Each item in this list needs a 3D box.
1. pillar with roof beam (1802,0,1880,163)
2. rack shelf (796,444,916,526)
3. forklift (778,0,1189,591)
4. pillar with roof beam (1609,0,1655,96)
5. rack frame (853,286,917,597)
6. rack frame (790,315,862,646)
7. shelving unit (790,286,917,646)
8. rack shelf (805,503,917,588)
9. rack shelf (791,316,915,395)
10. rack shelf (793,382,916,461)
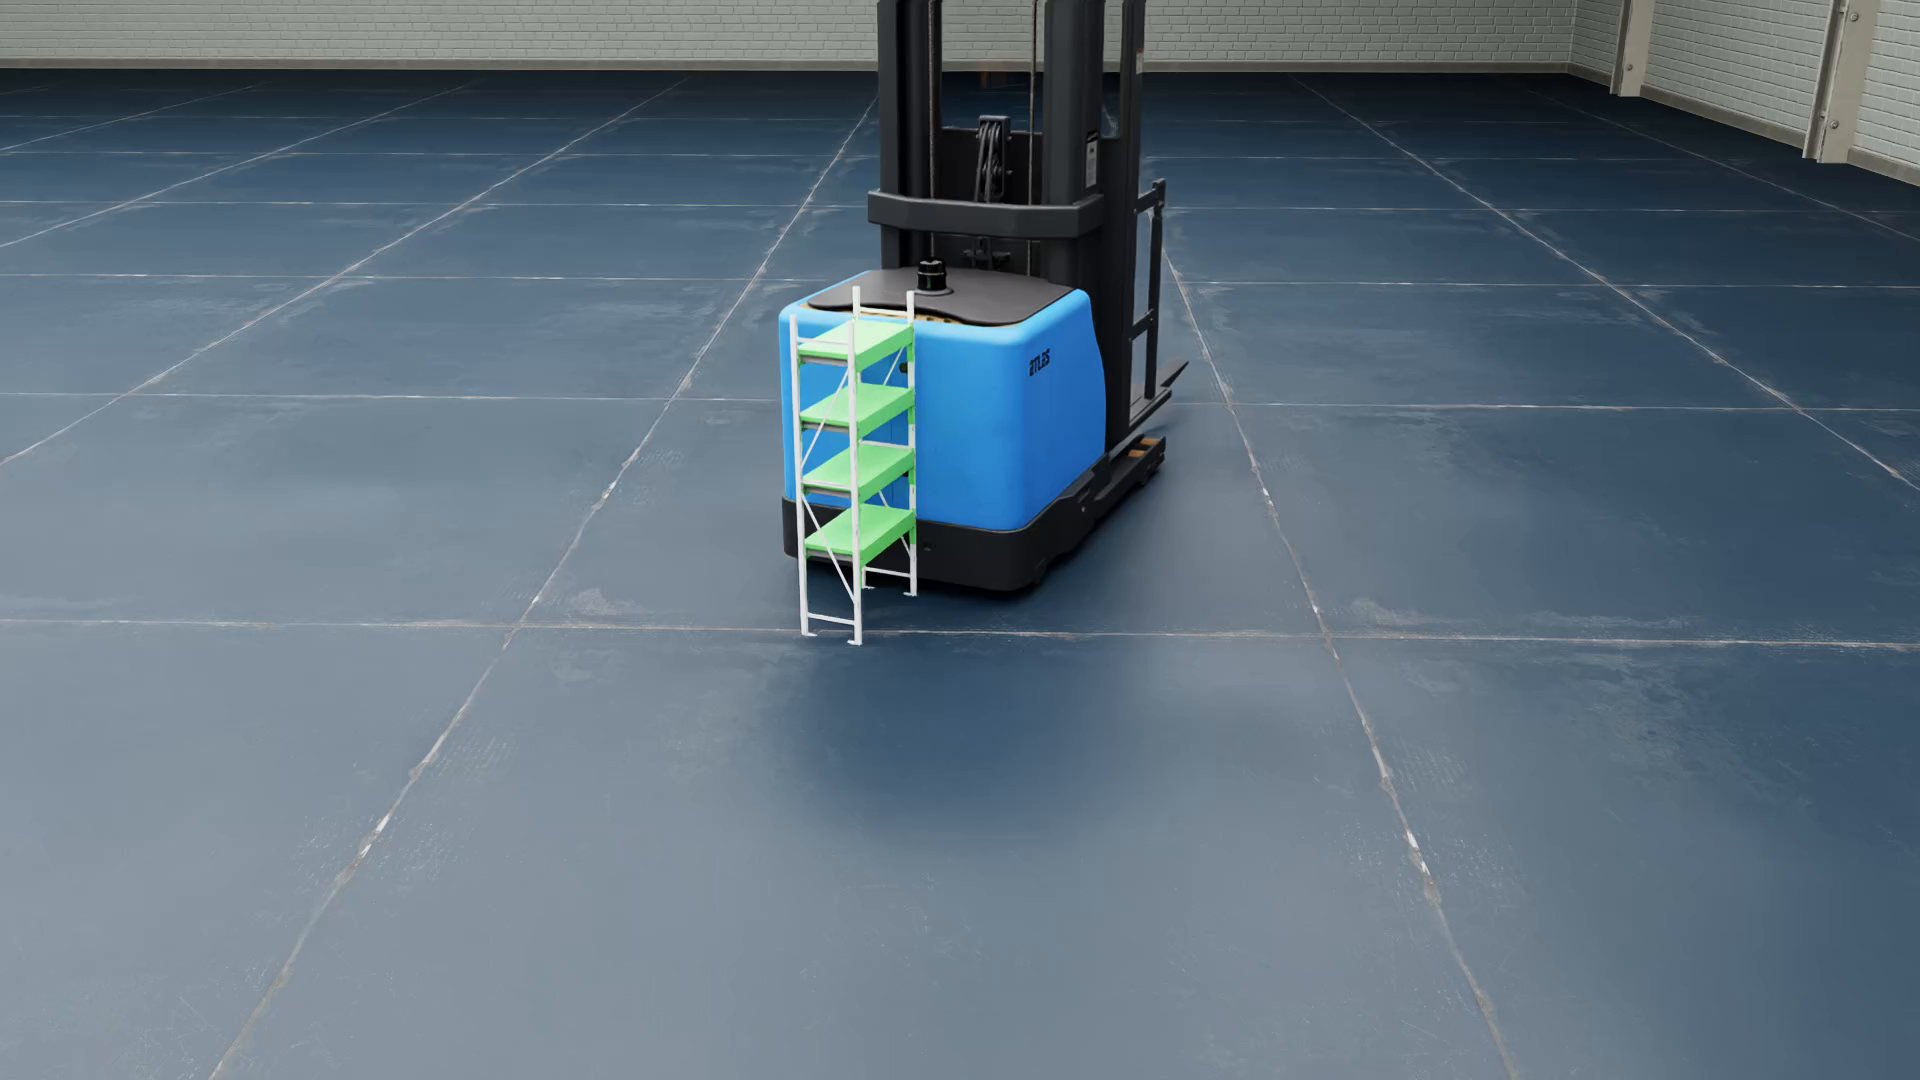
[{"bbox_3d":[4.593,-8.147,15.586,9.100,9.000,0.400,1,21,2],"label":"pillar with roof beam"},{"bbox_3d":[-0.375,-0.216,6.104,0.258,0.148,0.480,9,23,21],"label":"rack shelf"},{"bbox_3d":[0.325,-1.672,7.287,1.130,2.935,3.031,9,23,21],"label":"forklift"},{"bbox_3d":[4.776,-10.316,21.177,9.100,9.000,0.400,1,21,2],"label":"pillar with roof beam"},{"bbox_3d":[-0.281,-0.357,6.290,0.240,1.200,0.015,9,23,21],"label":"rack frame"},{"bbox_3d":[-0.470,-0.194,5.871,0.240,1.200,0.015,9,23,21],"label":"rack frame"},{"bbox_3d":[-0.375,-0.276,6.081,0.258,1.200,0.503,9,23,21],"label":"shelving unit"},{"bbox_3d":[-0.375,0.008,6.191,0.258,0.148,0.480,9,23,21],"label":"rack shelf"},{"bbox_3d":[-0.375,-0.664,5.930,0.258,0.148,0.480,9,23,21],"label":"rack shelf"},{"bbox_3d":[-0.375,-0.440,6.017,0.258,0.148,0.480,9,23,21],"label":"rack shelf"}]
